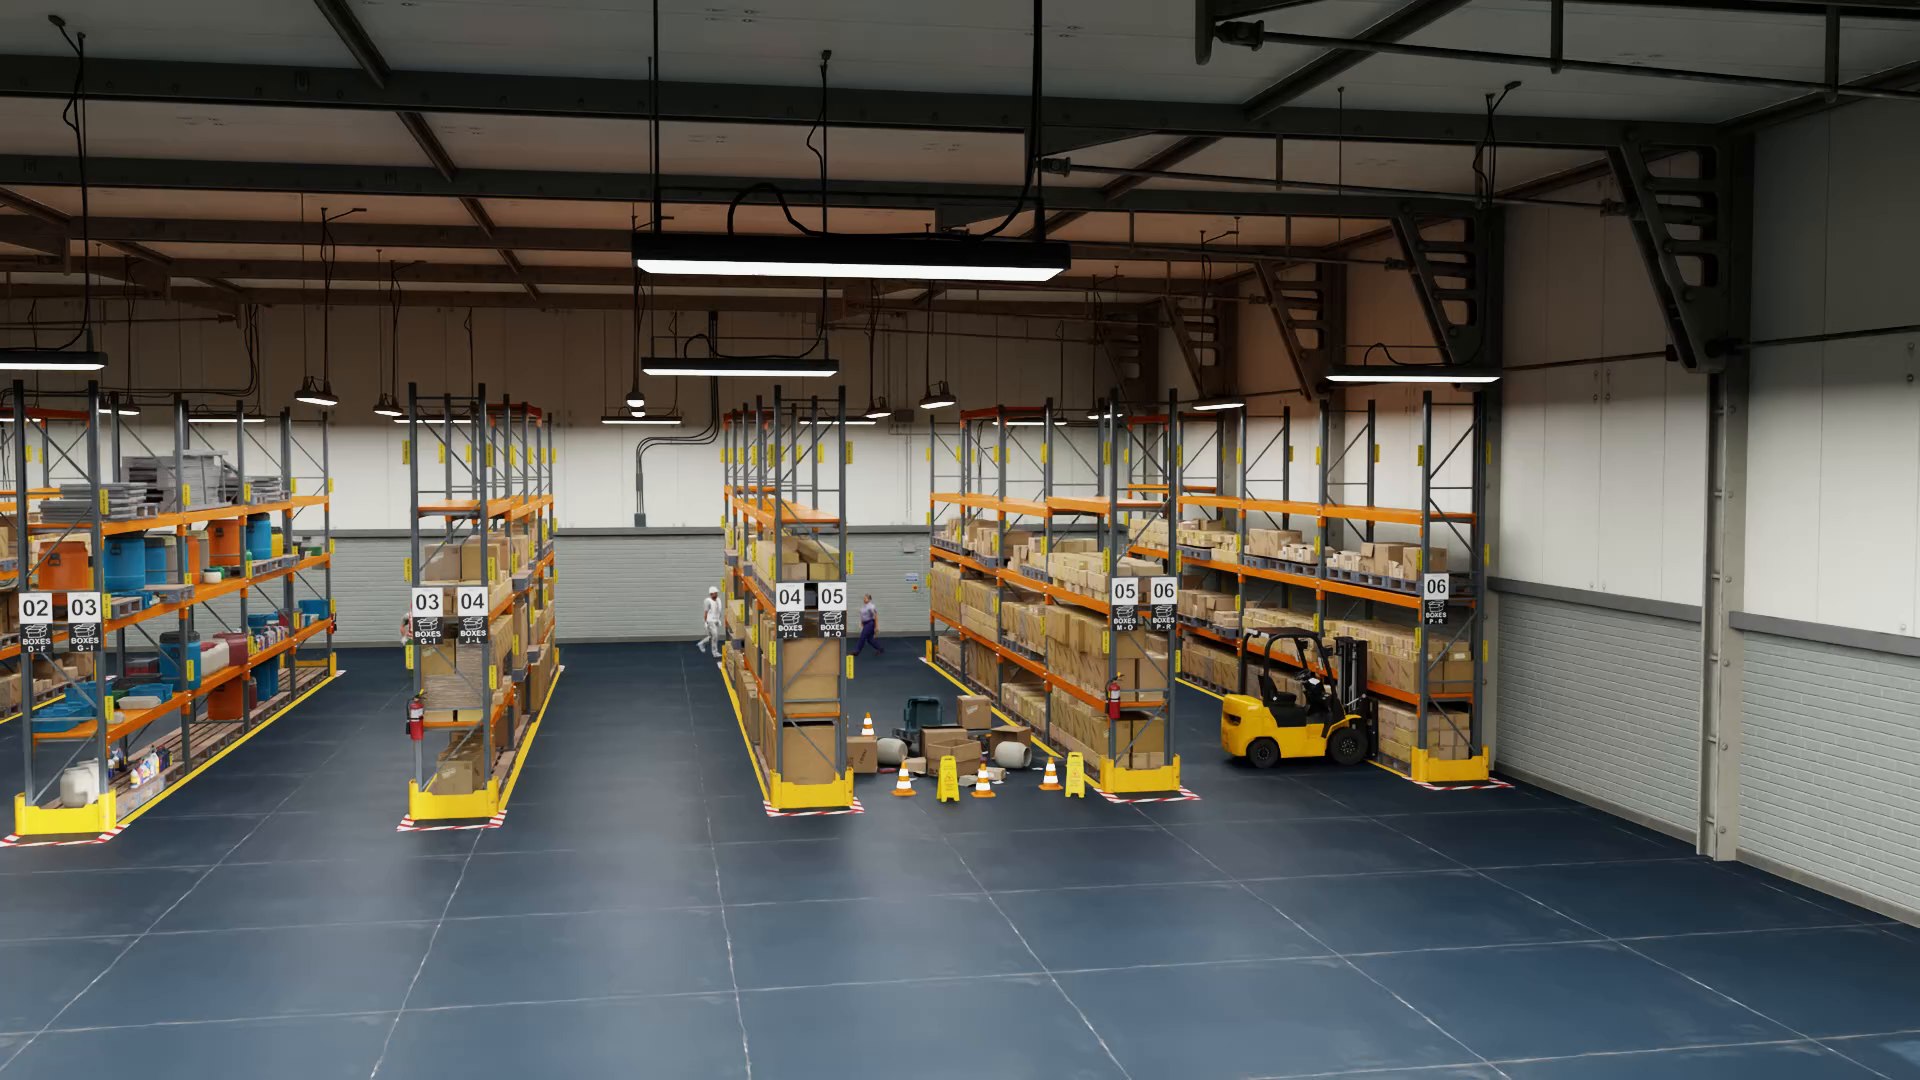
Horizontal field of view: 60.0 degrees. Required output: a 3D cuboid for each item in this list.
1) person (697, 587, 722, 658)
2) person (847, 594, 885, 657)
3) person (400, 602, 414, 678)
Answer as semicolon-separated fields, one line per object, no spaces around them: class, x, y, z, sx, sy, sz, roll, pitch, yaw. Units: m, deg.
person;-6.200;2.028;41.348;0.916;1.755;0.560;2;3;29
person;-2.340;2.115;41.395;1.058;1.568;0.460;-1;3;-25
person;-12.344;2.224;37.629;0.633;1.761;0.639;-1;3;-24
